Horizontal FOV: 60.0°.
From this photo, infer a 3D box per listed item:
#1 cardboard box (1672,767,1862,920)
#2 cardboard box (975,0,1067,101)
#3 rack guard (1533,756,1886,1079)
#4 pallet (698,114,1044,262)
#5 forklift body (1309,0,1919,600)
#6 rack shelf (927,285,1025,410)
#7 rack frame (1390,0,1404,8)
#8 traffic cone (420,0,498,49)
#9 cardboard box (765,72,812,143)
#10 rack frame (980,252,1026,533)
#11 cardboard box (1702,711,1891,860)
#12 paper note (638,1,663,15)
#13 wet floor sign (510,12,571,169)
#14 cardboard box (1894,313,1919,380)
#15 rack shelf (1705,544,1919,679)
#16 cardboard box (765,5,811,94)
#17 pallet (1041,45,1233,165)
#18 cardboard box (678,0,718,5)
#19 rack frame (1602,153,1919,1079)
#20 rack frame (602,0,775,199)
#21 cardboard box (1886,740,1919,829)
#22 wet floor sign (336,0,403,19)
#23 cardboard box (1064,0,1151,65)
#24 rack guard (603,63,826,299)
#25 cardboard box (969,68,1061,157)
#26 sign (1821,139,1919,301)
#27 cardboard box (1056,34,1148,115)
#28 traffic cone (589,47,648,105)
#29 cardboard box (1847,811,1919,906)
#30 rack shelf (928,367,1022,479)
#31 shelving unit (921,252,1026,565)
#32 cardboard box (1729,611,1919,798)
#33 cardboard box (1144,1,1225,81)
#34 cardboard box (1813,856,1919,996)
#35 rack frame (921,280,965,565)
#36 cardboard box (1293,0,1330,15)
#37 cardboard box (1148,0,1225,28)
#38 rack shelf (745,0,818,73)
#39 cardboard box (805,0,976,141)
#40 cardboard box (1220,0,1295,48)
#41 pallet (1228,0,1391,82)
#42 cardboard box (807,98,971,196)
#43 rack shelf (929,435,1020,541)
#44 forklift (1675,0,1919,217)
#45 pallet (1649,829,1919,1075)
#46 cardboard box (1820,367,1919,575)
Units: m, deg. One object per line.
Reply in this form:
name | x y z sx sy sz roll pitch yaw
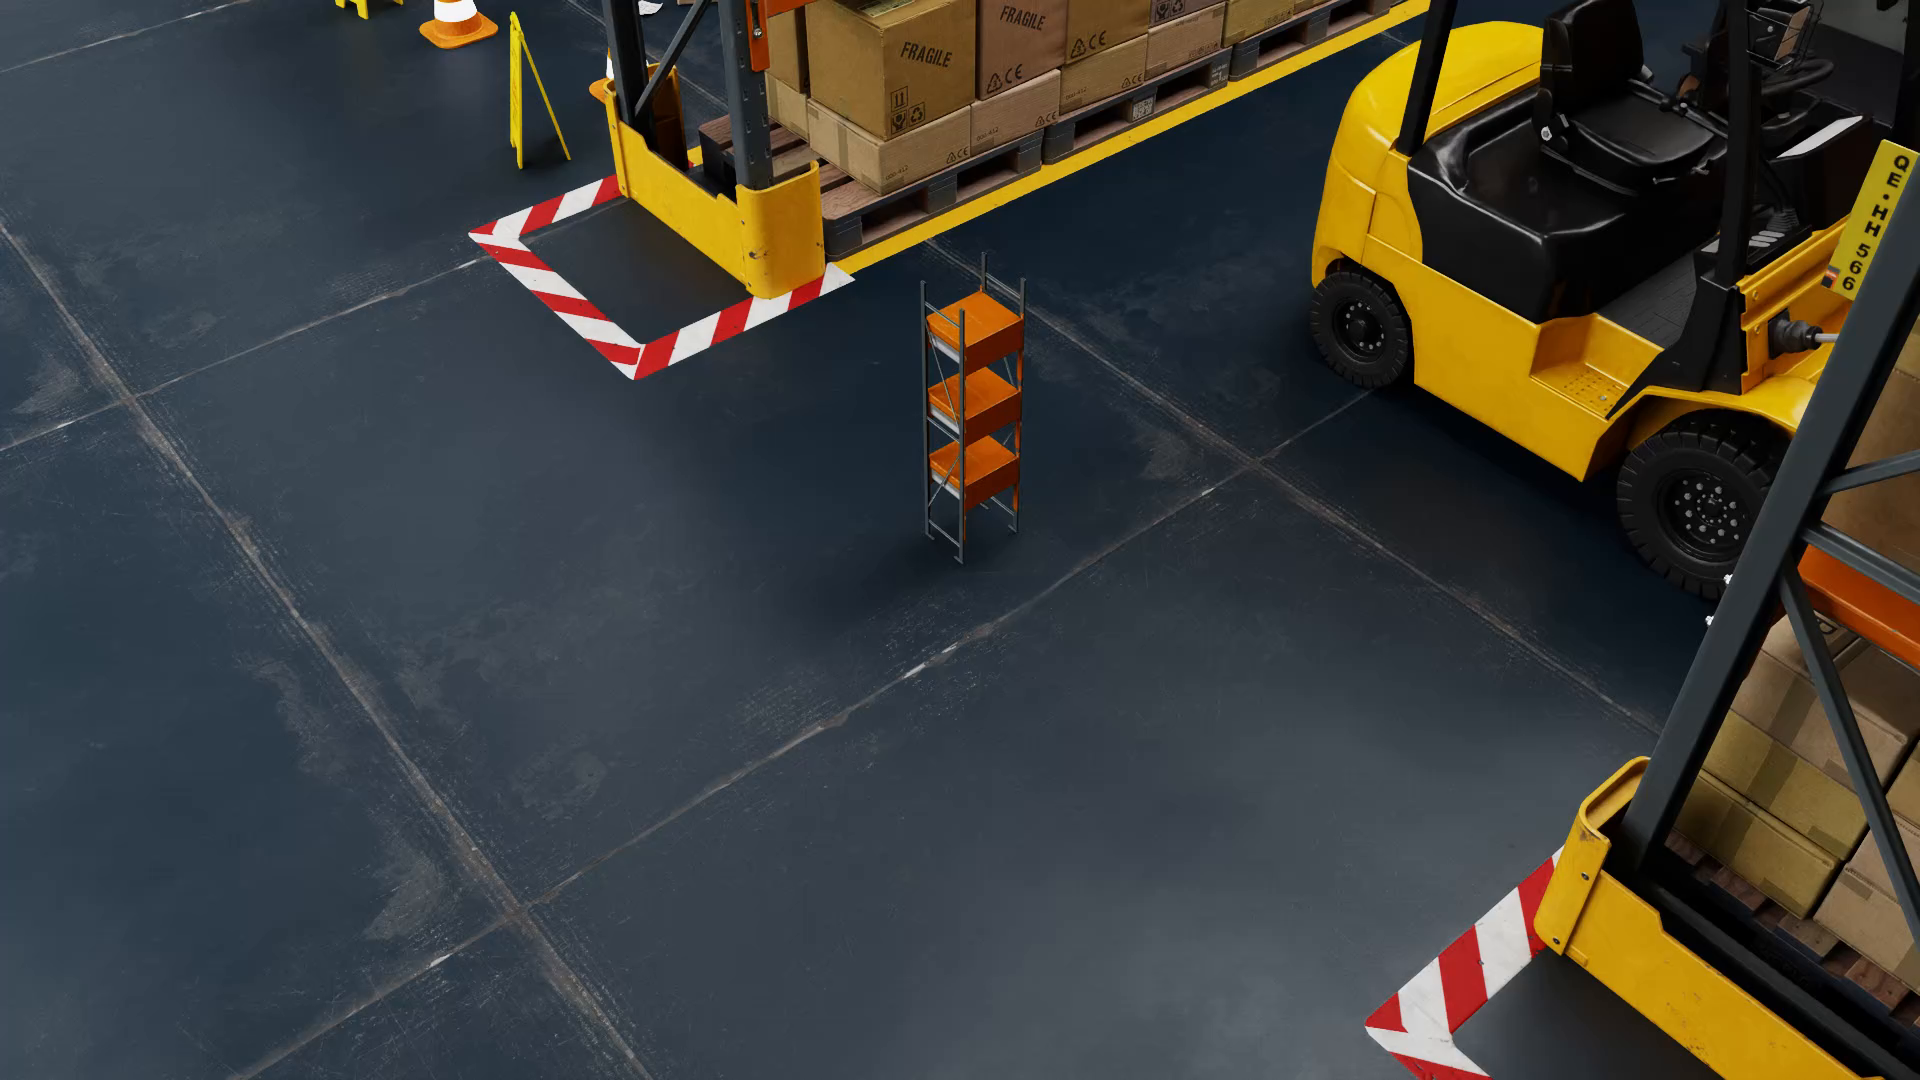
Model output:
cardboard box | 2.246 0.674 4.543 0.500 0.250 0.500 -29 51 -28
cardboard box | 0.113 -2.284 7.145 0.500 0.500 0.500 -32 52 -29
rack guard | 2.070 1.119 4.194 0.348 0.500 1.175 -30 51 -28
pallet | -0.395 -1.763 7.473 1.213 0.211 1.003 -30 51 -28
forklift body | 2.372 -1.284 5.547 1.214 2.155 2.313 -30 51 -28
rack shelf | 0.041 -0.605 5.229 0.240 0.259 0.215 -30 51 -28
rack frame | 1.969 -4.165 7.993 0.127 3.000 1.000 -30 51 -28
traffic cone | -2.570 -2.783 8.375 0.334 0.463 0.336 -30 51 -28
cardboard box | -0.633 -2.065 7.460 0.500 0.250 0.500 -30 51 -28
rack frame | 0.135 -0.460 5.473 0.008 1.050 0.200 -30 51 -28
cardboard box | 2.261 0.486 4.378 0.500 0.250 0.500 -30 51 -28
paper note | -1.651 -2.786 8.694 0.148 0.019 0.142 22 47 21
wet floor sign | -1.931 -2.028 7.438 0.232 0.644 0.267 -14 45 -14
cardboard box | 2.175 -0.375 3.412 0.250 0.149 0.380 -29 50 -27
rack shelf | 3.622 -0.419 4.531 4.000 0.370 1.077 -30 51 -28
cardboard box | -0.652 -2.321 7.184 0.500 0.500 0.500 -29 51 -28
pallet | 0.540 -2.296 8.041 1.213 0.211 1.003 -30 51 -28
cardboard box | -1.390 -3.005 8.841 0.250 0.149 0.380 -7 44 -7
rack frame | 2.088 0.197 3.349 0.127 3.000 1.000 -30 51 -28
rack frame | -1.099 -2.408 6.123 0.127 3.000 1.000 -30 51 -28
cardboard box | 2.578 0.570 3.923 0.500 0.250 0.500 -31 51 -28
wet floor sign | -3.104 -3.052 8.528 0.267 0.644 0.232 30 51 28
cardboard box | 0.503 -2.500 7.375 0.500 0.500 0.500 -29 50 -27
rack guard | -1.041 -1.530 7.014 0.348 0.500 1.175 -30 51 -28
cardboard box | 0.093 -1.988 7.377 0.500 0.250 0.500 -28 50 -27
sign | 1.751 -0.602 3.182 0.005 0.325 0.100 -30 51 -28
cardboard box | 0.504 -2.234 7.640 0.500 0.250 0.500 -26 49 -25
traffic cone | -1.597 -2.349 7.914 0.334 0.463 0.336 -30 51 -28
cardboard box | 2.582 0.767 4.079 0.500 0.250 0.500 -29 50 -27
rack shelf | 0.041 -0.399 5.423 0.240 0.259 0.215 -30 51 -28
shelving unit | 0.041 -0.406 5.416 0.252 1.050 0.215 -30 51 -28
cardboard box | 2.241 0.316 4.194 0.500 0.250 0.500 -28 50 -27
cardboard box | 0.893 -2.455 7.874 0.500 0.250 0.500 -29 50 -27
cardboard box | 2.591 0.933 4.267 0.500 0.250 0.500 -30 51 -28
rack frame | -0.053 -0.353 5.359 0.008 1.050 0.200 -30 51 -28
cardboard box | 1.688 -2.915 8.364 0.500 0.250 0.500 -28 50 -26
cardboard box | 0.908 -2.739 7.629 0.500 0.500 0.500 -27 50 -26
rack shelf | 0.435 -3.024 7.304 4.000 0.370 1.077 -30 51 -28
cardboard box | -0.285 -2.052 6.898 0.500 0.500 0.500 -32 52 -29
cardboard box | 1.286 -2.676 8.109 0.500 0.250 0.500 -31 51 -29
pallet | 1.477 -2.835 8.614 1.213 0.211 1.003 -30 51 -28
cardboard box | -0.303 -1.768 7.143 0.500 0.250 0.500 -30 51 -28
rack shelf | 0.041 -0.196 5.613 0.240 0.259 0.215 -30 51 -28
forklift | 4.039 -3.024 6.829 3.031 2.935 1.130 -30 51 -28
pallet | 2.648 0.856 4.685 1.213 0.211 1.003 -30 51 -28
cardboard box | 2.297 -0.193 3.692 0.500 0.500 0.500 -31 51 -29
